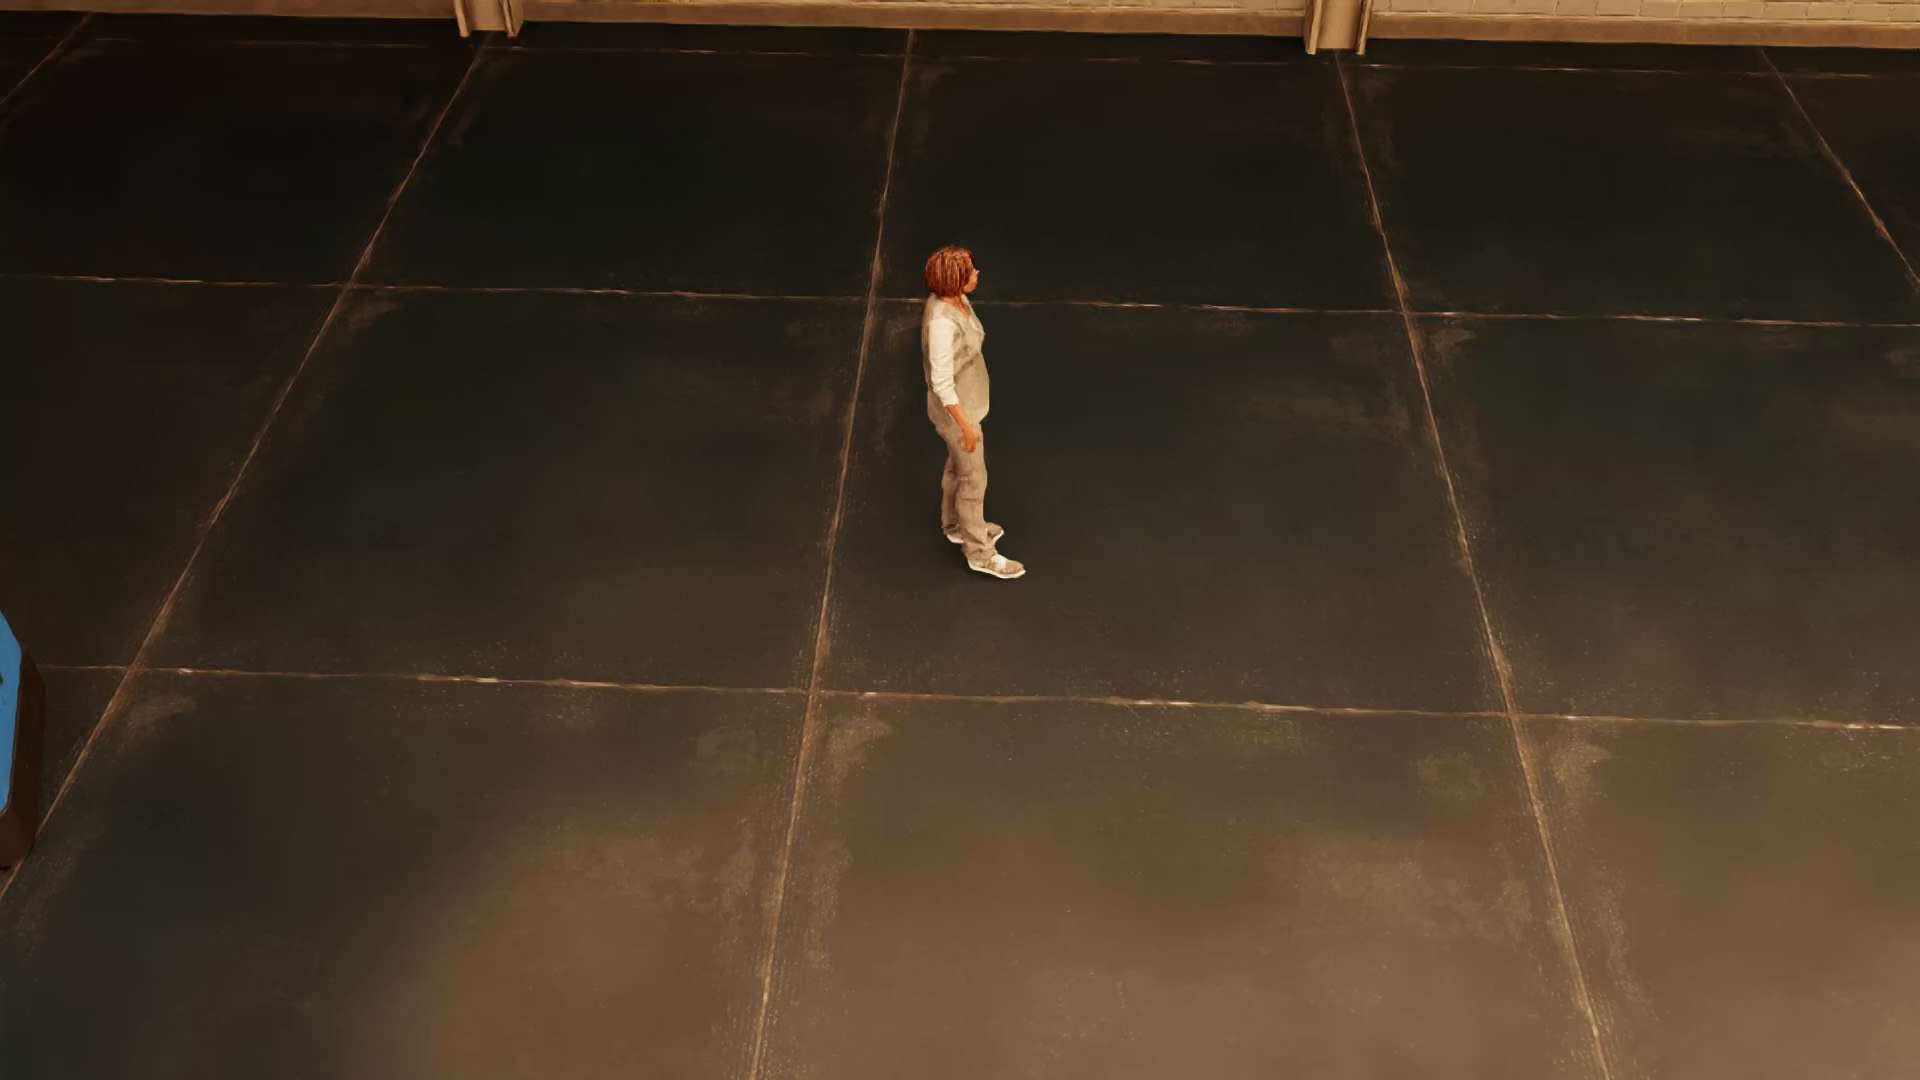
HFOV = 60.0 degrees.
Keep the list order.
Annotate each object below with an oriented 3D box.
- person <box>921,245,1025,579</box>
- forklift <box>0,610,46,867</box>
[{"bbox_3d":[0.073,-0.583,7.360,0.474,1.597,0.521,2,42,2],"label":"person"},{"bbox_3d":[-5.200,0.210,5.512,3.031,2.935,1.130,-13,44,-14],"label":"forklift"}]
